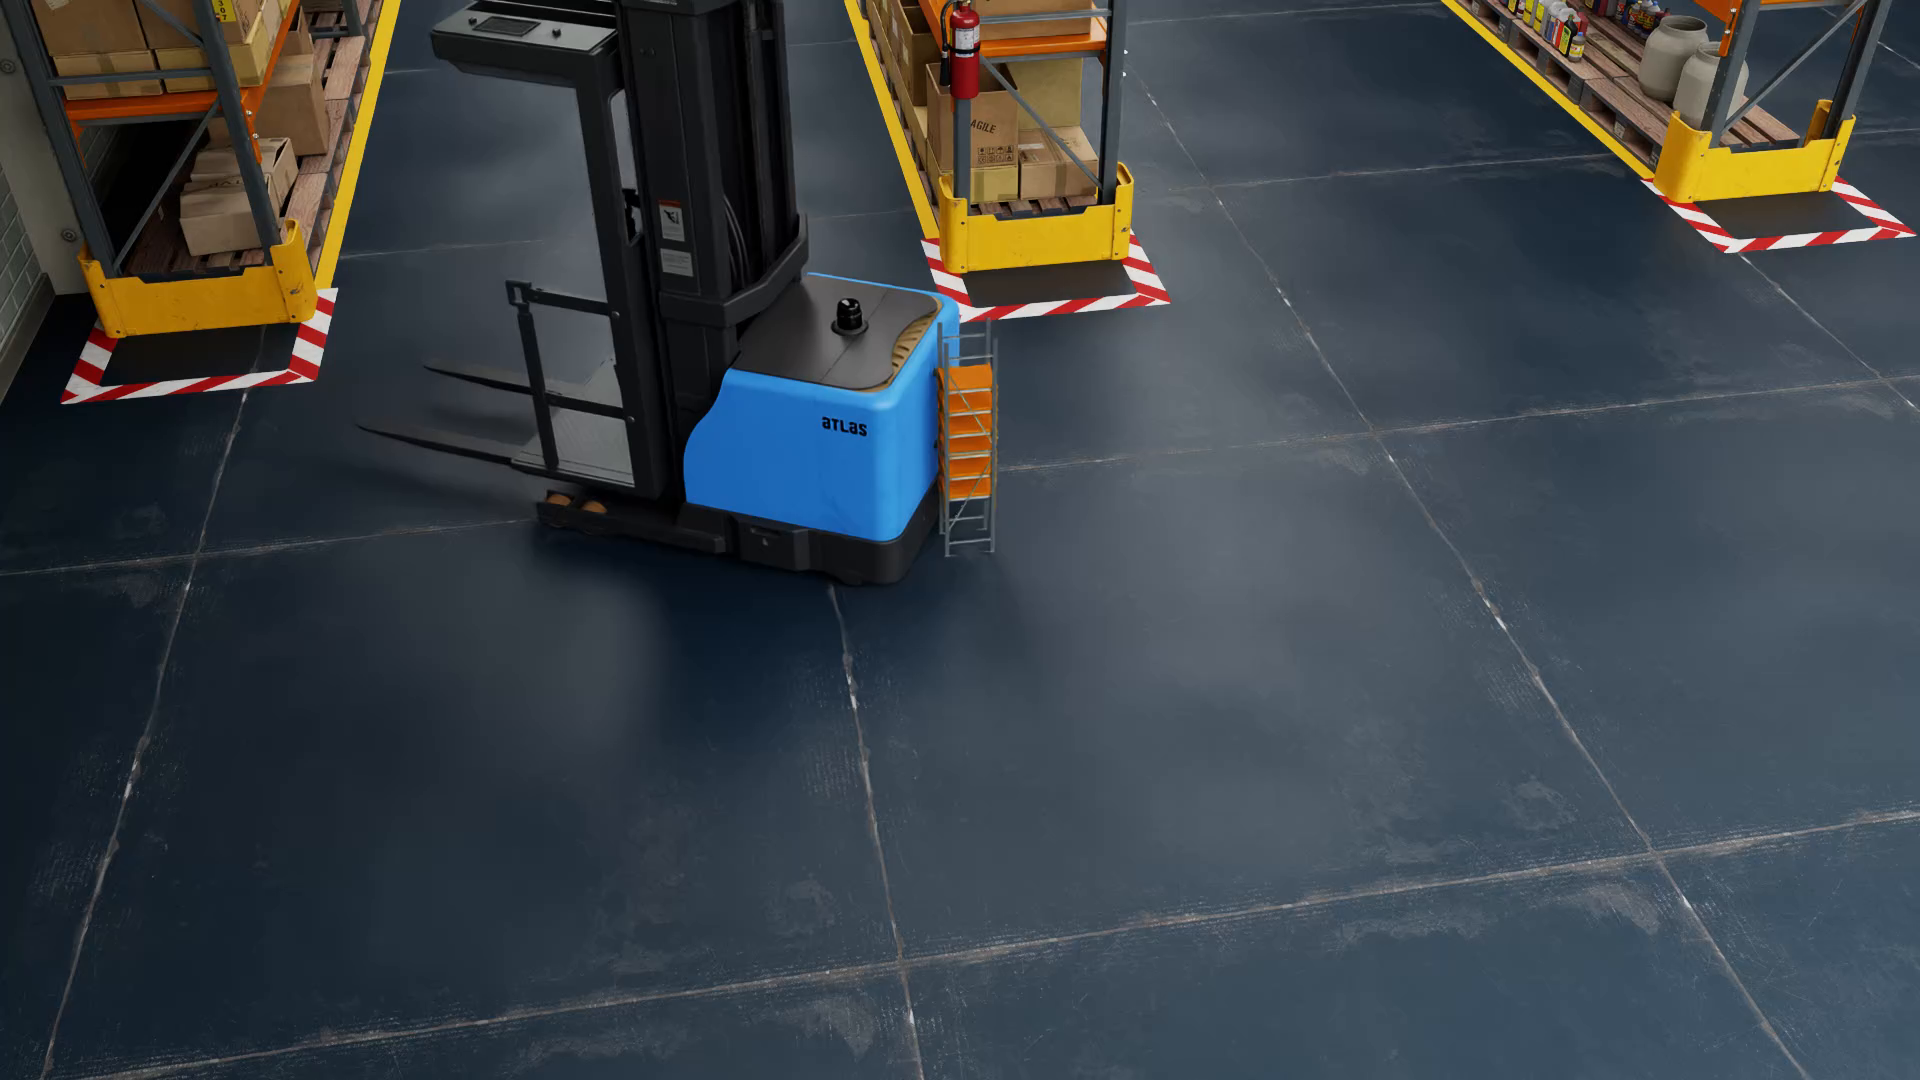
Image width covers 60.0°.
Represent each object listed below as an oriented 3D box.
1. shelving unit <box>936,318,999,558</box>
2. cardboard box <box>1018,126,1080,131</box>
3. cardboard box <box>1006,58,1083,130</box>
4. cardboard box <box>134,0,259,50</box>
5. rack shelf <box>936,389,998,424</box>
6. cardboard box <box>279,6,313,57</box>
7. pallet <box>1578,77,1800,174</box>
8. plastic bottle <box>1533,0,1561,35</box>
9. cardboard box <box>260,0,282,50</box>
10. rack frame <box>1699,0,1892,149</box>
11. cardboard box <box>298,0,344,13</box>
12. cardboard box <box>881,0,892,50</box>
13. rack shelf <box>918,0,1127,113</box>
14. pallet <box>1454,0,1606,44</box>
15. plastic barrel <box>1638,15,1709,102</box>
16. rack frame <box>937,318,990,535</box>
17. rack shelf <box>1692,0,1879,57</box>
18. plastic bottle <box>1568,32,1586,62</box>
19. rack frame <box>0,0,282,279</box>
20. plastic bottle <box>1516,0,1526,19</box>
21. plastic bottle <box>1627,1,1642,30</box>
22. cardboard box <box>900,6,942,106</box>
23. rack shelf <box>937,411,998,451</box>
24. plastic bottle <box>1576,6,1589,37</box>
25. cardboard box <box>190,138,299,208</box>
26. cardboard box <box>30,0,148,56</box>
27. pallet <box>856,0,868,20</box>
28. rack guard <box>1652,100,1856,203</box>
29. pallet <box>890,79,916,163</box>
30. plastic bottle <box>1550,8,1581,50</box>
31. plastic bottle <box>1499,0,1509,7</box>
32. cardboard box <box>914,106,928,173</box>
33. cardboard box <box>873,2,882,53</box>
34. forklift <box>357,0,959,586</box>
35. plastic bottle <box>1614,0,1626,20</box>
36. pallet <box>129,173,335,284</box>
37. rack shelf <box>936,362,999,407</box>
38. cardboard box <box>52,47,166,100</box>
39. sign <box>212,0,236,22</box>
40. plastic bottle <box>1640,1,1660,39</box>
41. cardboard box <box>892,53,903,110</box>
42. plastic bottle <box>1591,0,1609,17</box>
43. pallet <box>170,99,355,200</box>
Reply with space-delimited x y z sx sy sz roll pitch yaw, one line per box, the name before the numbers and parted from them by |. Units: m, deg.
shelving unit | 0.033 -0.458 7.761 0.258 1.200 0.189 -6 38 -7
cardboard box | 0.496 -2.735 11.124 0.500 0.250 0.500 -6 38 -8
cardboard box | 0.497 -3.031 10.895 0.500 0.500 0.500 -6 38 -8
cardboard box | -4.202 -3.036 9.108 0.500 0.500 0.500 -6 38 -8
rack shelf | 0.033 -0.612 7.641 0.258 0.103 0.180 -6 38 -7
cardboard box | -4.894 -3.451 11.825 0.500 0.500 0.500 -9 39 -11
pallet | 5.142 -2.967 11.797 1.003 0.211 1.213 -6 38 -8
plastic bottle | 4.511 -4.065 12.737 0.144 0.351 0.185 -5 38 -6
cardboard box | -4.293 -3.060 9.750 0.500 0.250 0.500 -7 38 -9
rack frame | 5.339 -3.536 10.257 1.000 3.000 0.127 -6 38 -8
cardboard box | -5.261 -4.516 13.197 0.700 0.500 0.500 -5 38 -6
cardboard box | -0.291 -3.880 11.987 0.500 0.500 0.500 -6 38 -8
rack shelf | 0.111 -3.930 11.349 1.077 0.370 4.000 -6 38 -8
pallet | 4.715 -4.441 13.694 1.003 0.211 1.213 -6 38 -8
plastic barrel | 5.061 -3.412 11.782 0.421 0.512 0.421 0 38 0
rack frame | 0.018 -0.513 7.833 0.240 1.200 0.006 -6 38 -7
rack shelf | 4.988 -4.460 12.032 1.077 0.370 4.000 -6 38 -8
plastic bottle | 4.586 -3.667 12.347 0.097 0.201 0.097 0 38 0
rack frame | -4.415 -2.471 8.885 1.000 3.000 0.127 -6 38 -8
plastic bottle | 4.430 -4.201 13.035 0.097 0.201 0.097 0 38 0
plastic bottle | 5.233 -4.061 12.854 0.097 0.201 0.097 0 38 0
cardboard box | -0.115 -3.276 11.210 0.500 0.500 0.500 -6 38 -8
rack shelf | 0.033 -0.518 7.715 0.258 0.103 0.180 -6 38 -7
plastic bottle | 4.673 -3.866 12.537 0.061 0.283 0.133 -6 38 -8
cardboard box | -4.547 -2.354 10.569 0.500 0.311 0.500 -3 38 -4
cardboard box | -4.706 -2.977 9.032 0.500 0.500 0.500 -7 38 -8
pallet | -0.407 -4.761 14.106 1.003 0.211 1.213 -6 38 -8
rack guard | 5.279 -2.590 11.076 1.175 0.500 0.348 -6 38 -8
pallet | 0.076 -3.097 11.964 1.003 0.211 1.213 -6 38 -8
plastic bottle | 4.568 -3.852 12.524 0.152 0.276 0.135 -6 38 -8
plastic bottle | 4.404 -4.434 13.212 0.144 0.351 0.185 -8 39 -10
cardboard box | -0.023 -2.678 11.052 0.500 0.250 0.500 -6 38 -8
cardboard box | -0.374 -3.886 12.606 0.500 0.250 0.500 -6 38 -8
forklift | -1.564 -1.475 7.660 3.031 2.935 1.130 11 39 14
plastic bottle | 5.197 -4.185 13.014 0.097 0.201 0.097 0 38 0
pallet | -4.535 -1.910 10.436 1.003 0.211 1.213 -6 38 -8
rack shelf | 0.033 -0.707 7.568 0.258 0.103 0.180 -6 38 -7
cardboard box | -4.687 -2.681 9.262 0.500 0.250 0.500 -6 38 -7
sign | -3.880 -2.871 8.695 0.100 0.325 0.005 -6 38 -8
plastic bottle | 5.268 -3.968 12.678 0.097 0.271 0.097 0 38 0
cardboard box | -0.198 -3.282 11.829 0.500 0.250 0.500 -6 38 -8
plastic bottle | 5.045 -4.274 13.062 0.061 0.283 0.133 -6 38 -8
pallet | -4.746 -2.645 11.383 1.003 0.211 1.213 -6 38 -8
